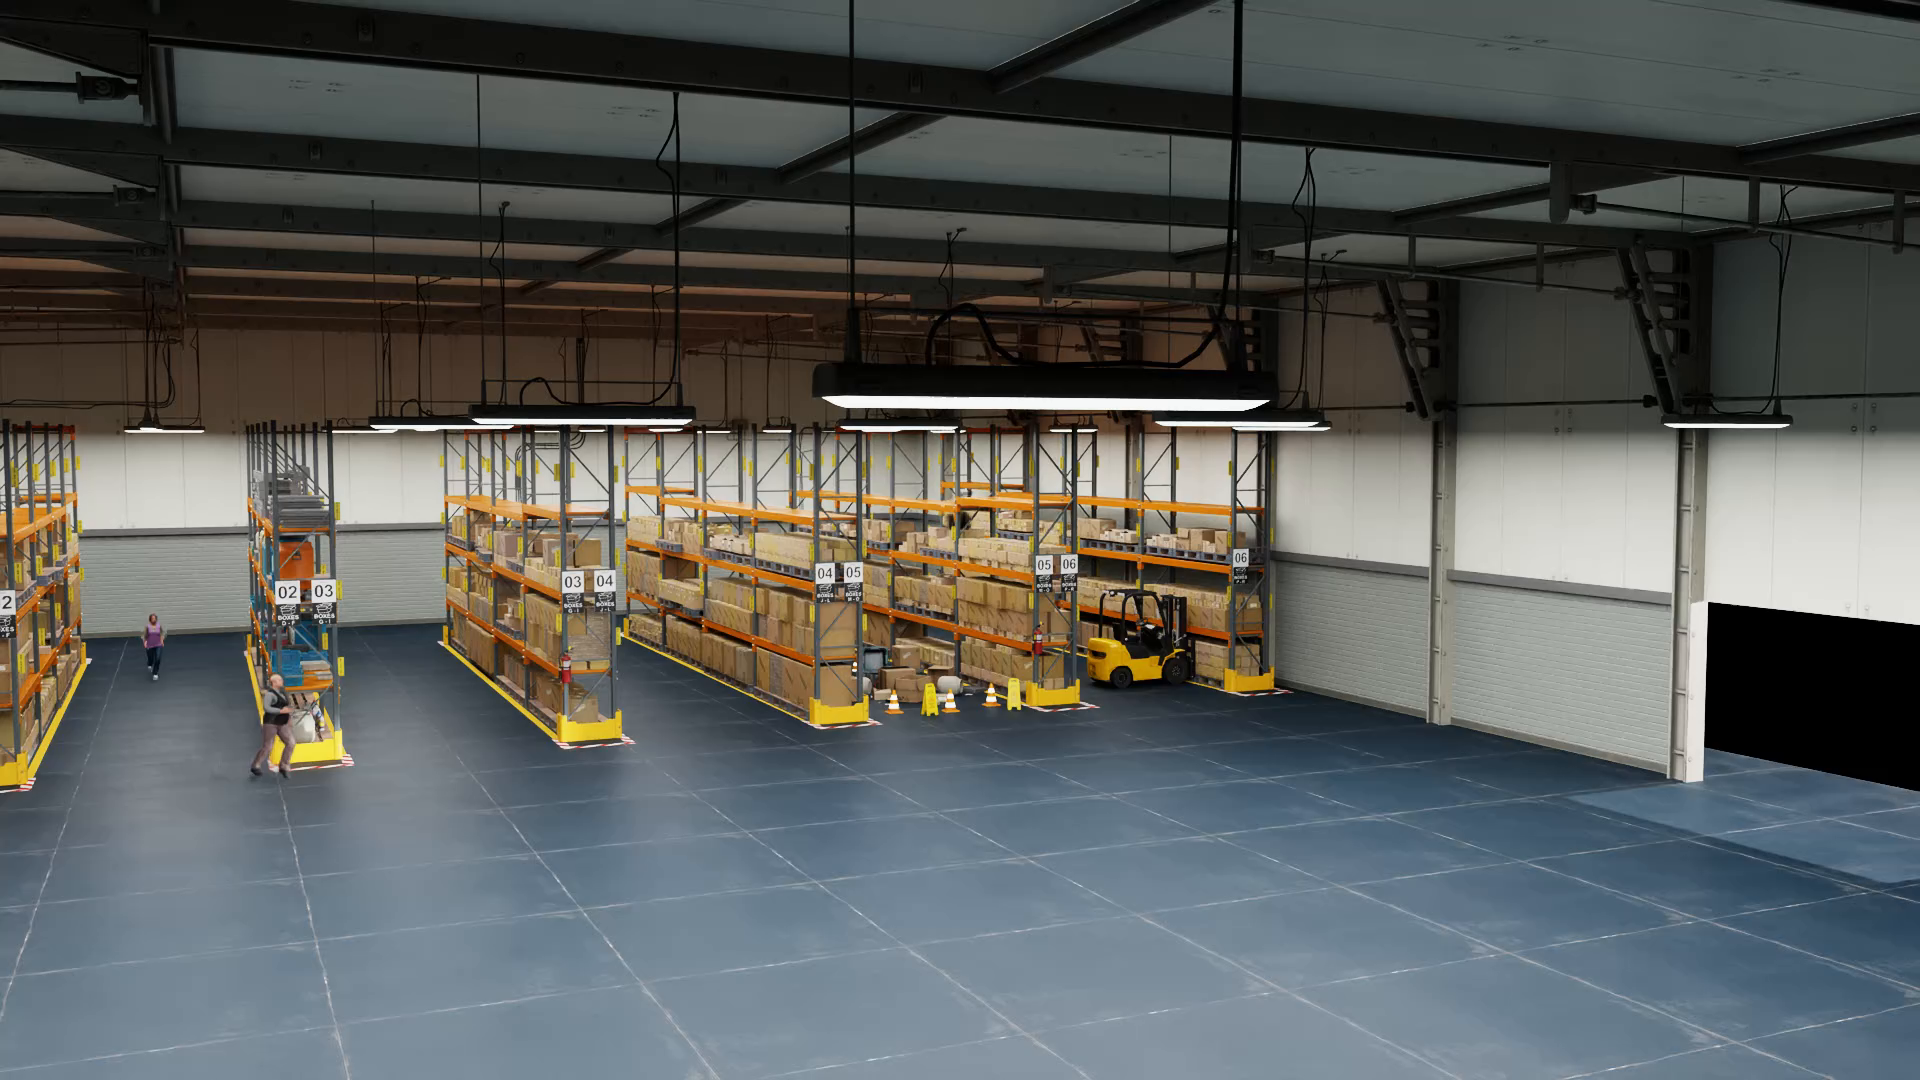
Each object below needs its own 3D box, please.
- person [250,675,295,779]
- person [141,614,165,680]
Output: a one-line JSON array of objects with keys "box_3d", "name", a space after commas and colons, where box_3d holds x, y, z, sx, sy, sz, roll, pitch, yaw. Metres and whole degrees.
[{"box_3d": [-11.513, 3.140, 27.894, 0.751, 1.770, 0.690, 1, 4, 13], "name": "person"}, {"box_3d": [-19.022, 2.514, 39.217, 0.517, 1.545, 0.659, -2, 4, -32], "name": "person"}]
